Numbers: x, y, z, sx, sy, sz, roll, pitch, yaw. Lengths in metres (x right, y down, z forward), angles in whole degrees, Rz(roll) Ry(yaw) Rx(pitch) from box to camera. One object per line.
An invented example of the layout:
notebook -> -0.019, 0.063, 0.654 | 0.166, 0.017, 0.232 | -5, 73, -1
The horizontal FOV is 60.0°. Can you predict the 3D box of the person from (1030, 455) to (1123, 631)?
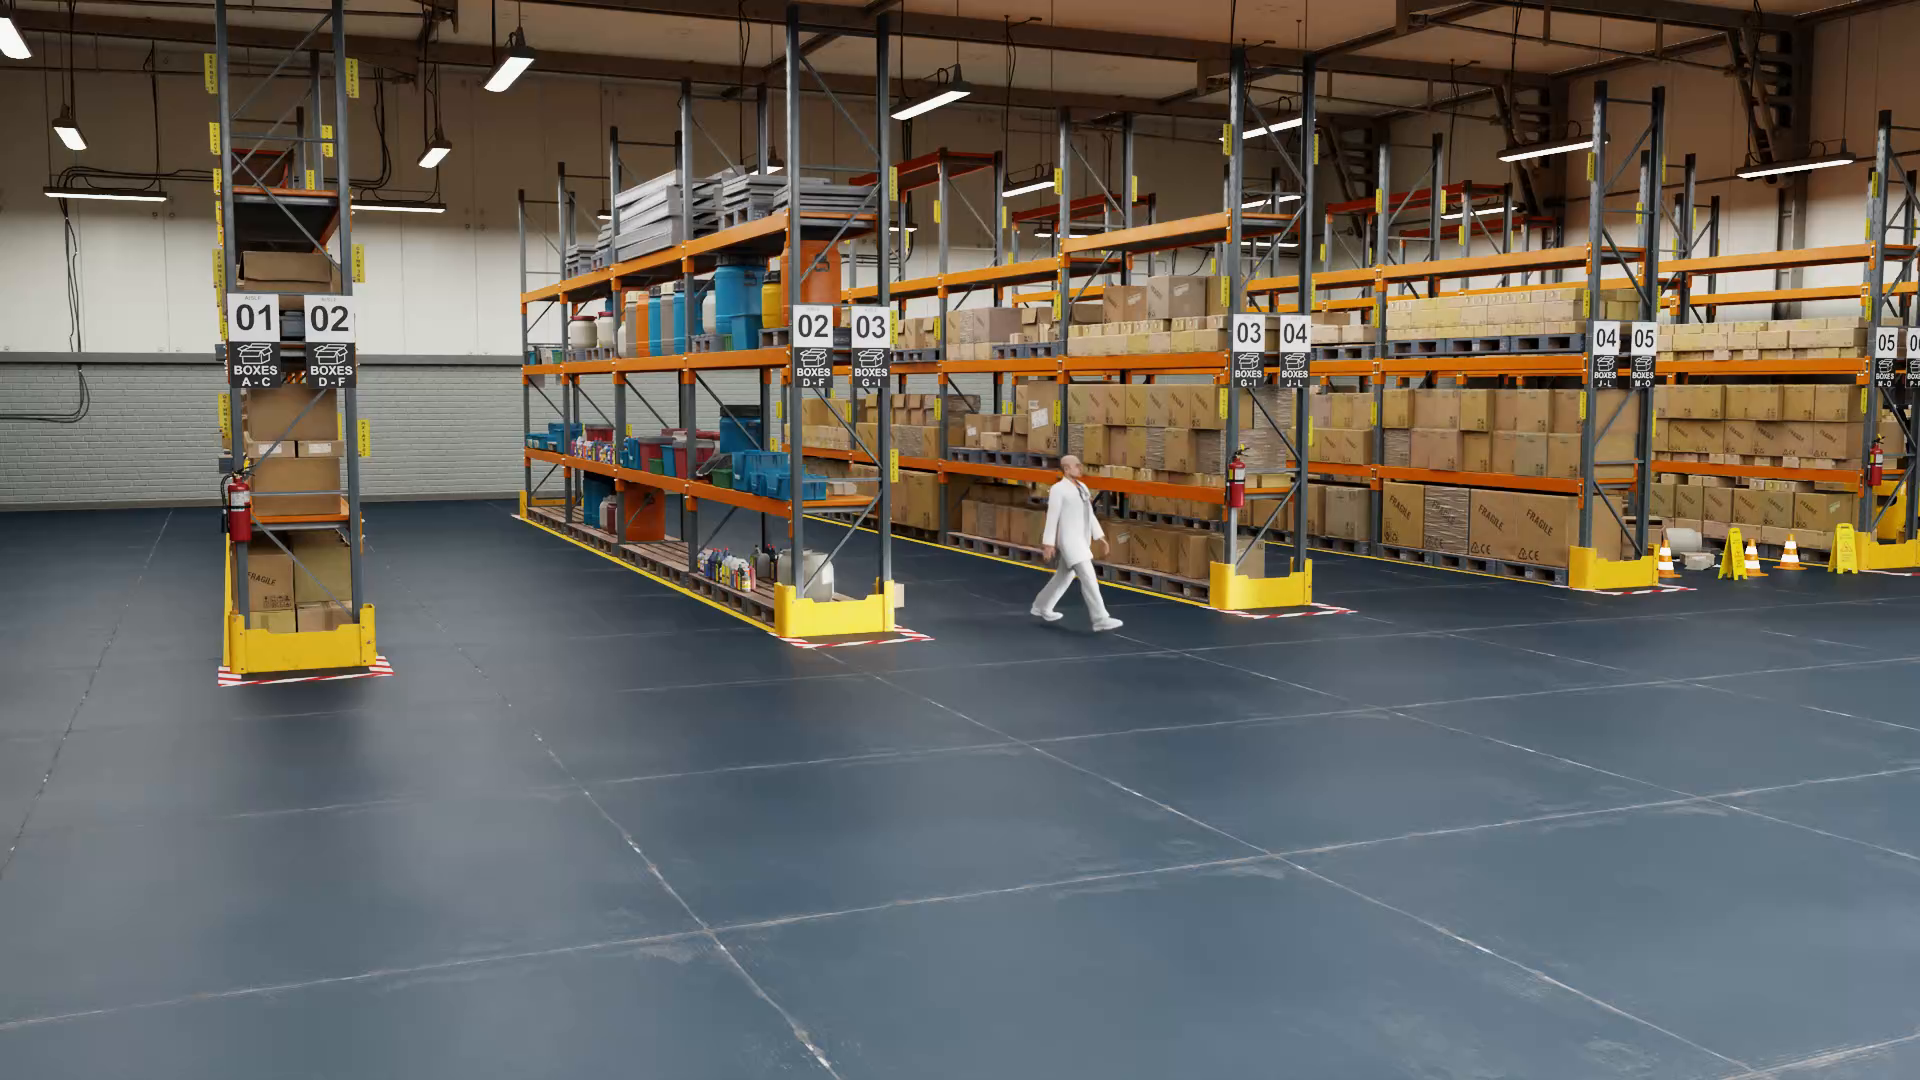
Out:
person -> 1.166, 0.016, 16.553 | 1.163, 1.722, 0.610 | 3, 6, 31
